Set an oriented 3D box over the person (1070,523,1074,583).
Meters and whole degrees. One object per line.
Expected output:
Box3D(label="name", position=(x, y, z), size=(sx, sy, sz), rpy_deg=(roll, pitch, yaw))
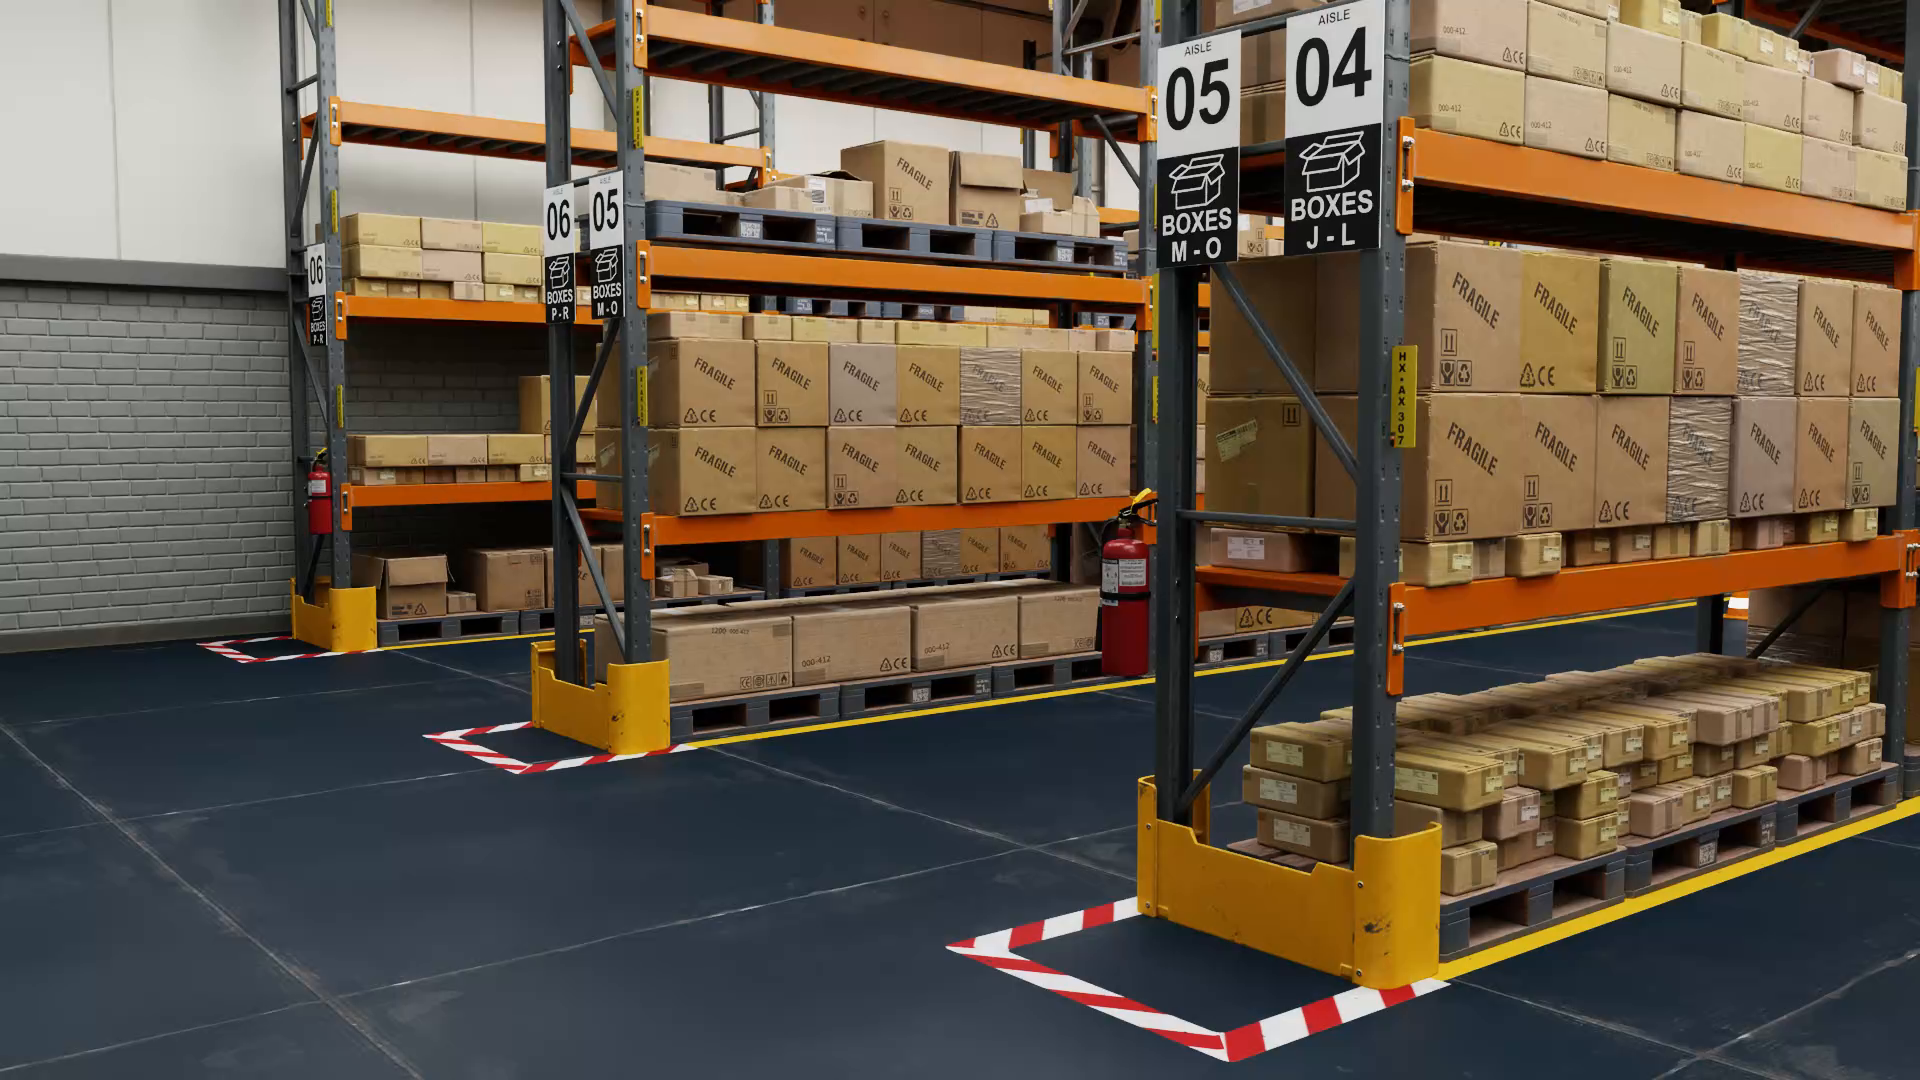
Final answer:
Box3D(label="person", position=(1.004, -0.135, 15.548), size=(0.360, 1.671, 0.447), rpy_deg=(-3, 6, -38))
